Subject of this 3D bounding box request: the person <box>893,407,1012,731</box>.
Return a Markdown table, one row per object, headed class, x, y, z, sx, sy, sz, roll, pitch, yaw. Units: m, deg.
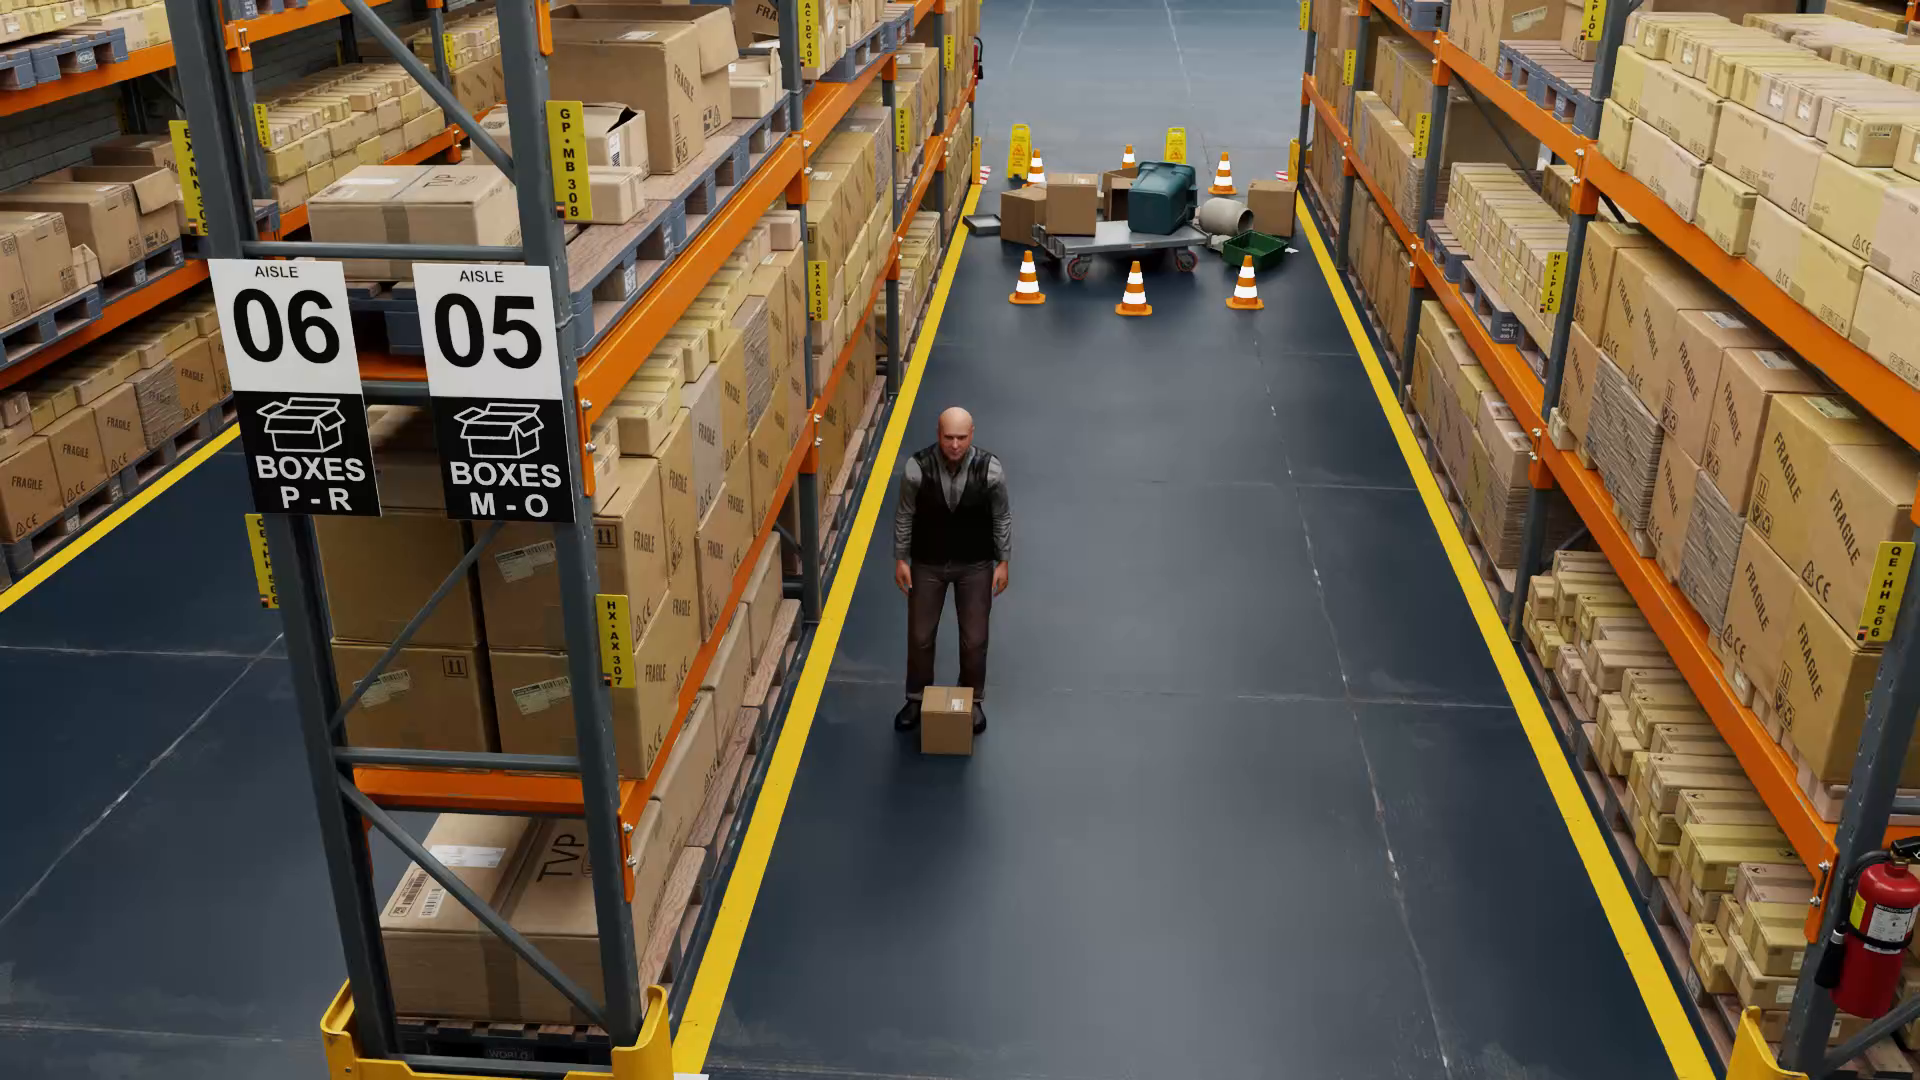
| class | x | y | z | sx | sy | sz | roll | pitch | yaw |
| --- | --- | --- | --- | --- | --- | --- | --- | --- | --- |
| person | -0.039 | 0.125 | 8.355 | 0.593 | 1.722 | 0.410 | 1 | 24 | 2 |
